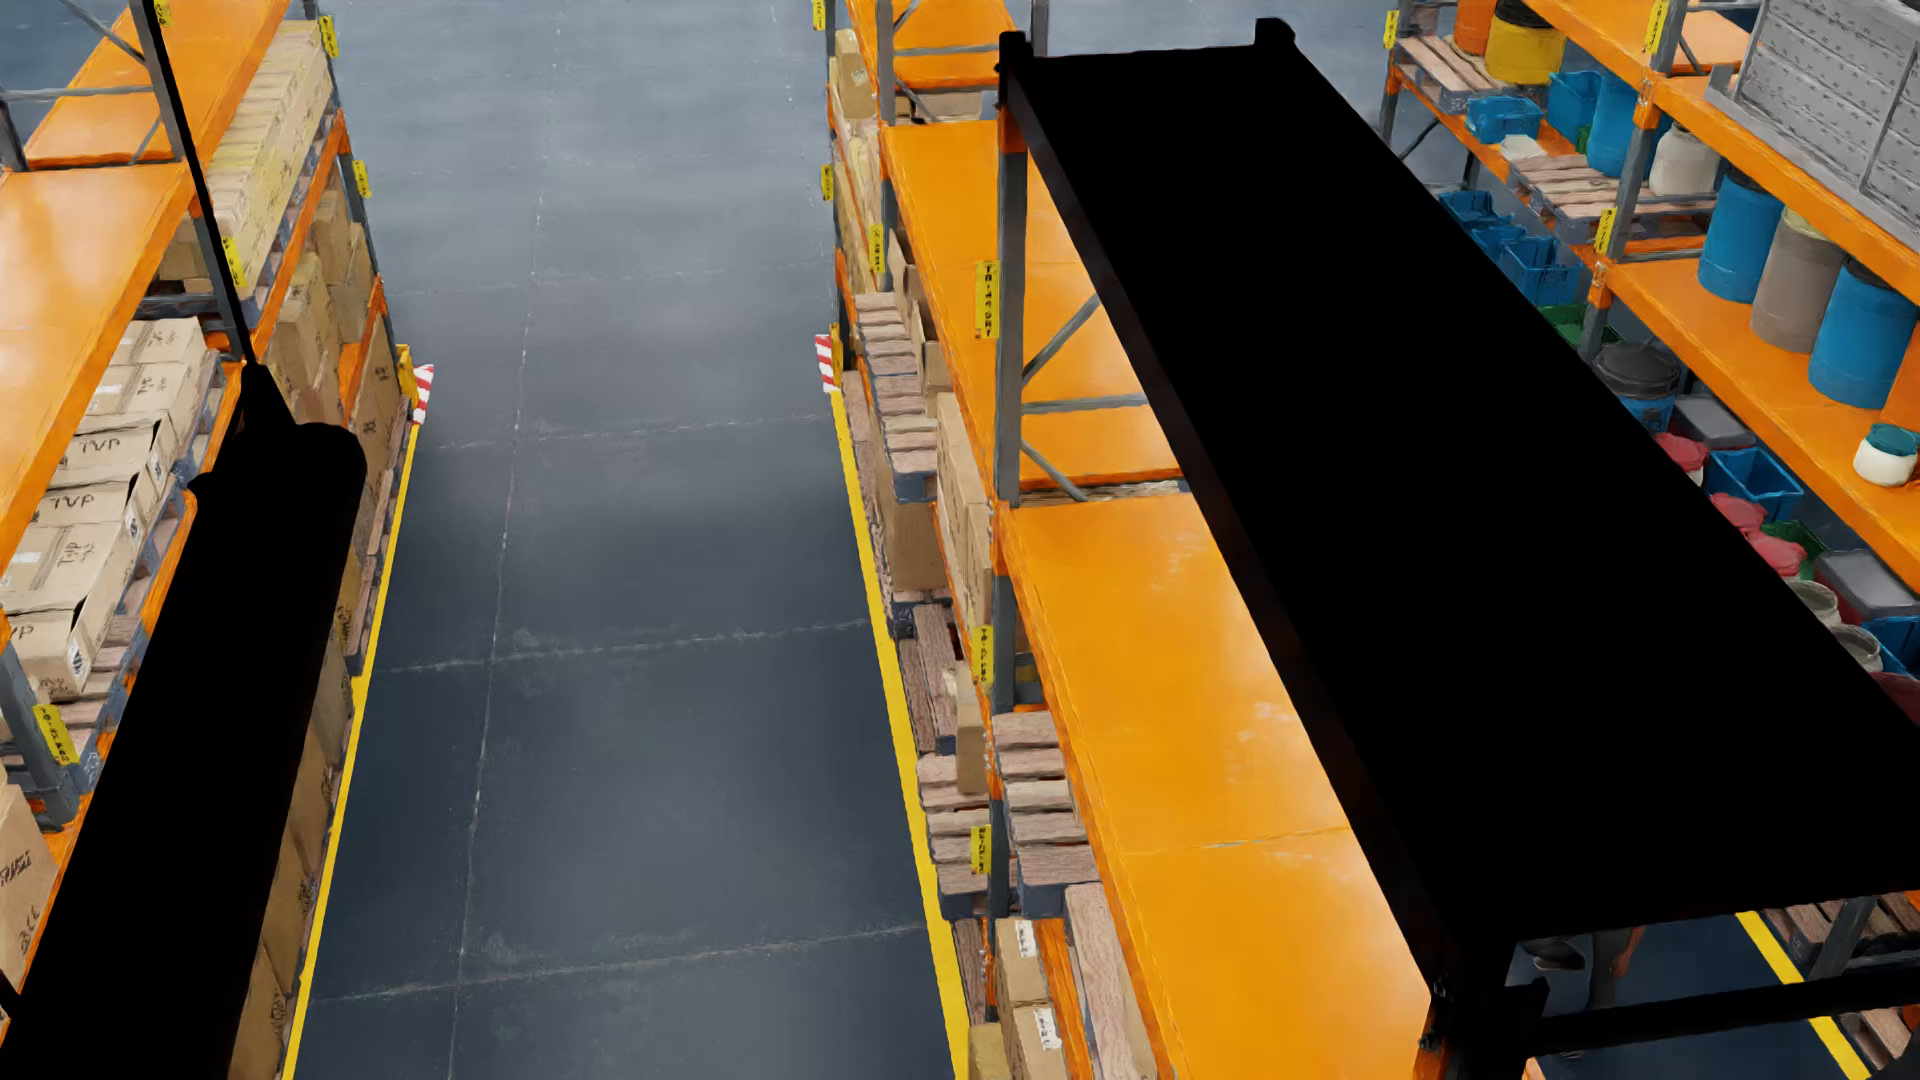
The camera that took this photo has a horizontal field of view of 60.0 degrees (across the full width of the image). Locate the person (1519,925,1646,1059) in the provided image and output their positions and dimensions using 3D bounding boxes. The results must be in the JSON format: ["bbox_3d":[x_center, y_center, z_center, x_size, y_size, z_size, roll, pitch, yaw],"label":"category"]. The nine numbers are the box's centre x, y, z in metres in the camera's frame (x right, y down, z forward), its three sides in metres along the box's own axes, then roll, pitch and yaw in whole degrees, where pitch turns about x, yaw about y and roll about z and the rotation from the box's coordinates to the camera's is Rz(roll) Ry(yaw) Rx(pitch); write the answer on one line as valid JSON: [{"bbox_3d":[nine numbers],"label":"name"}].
[{"bbox_3d":[3.470,2.114,9.138,0.441,1.631,0.573,-22,42,-27],"label":"person"}]
